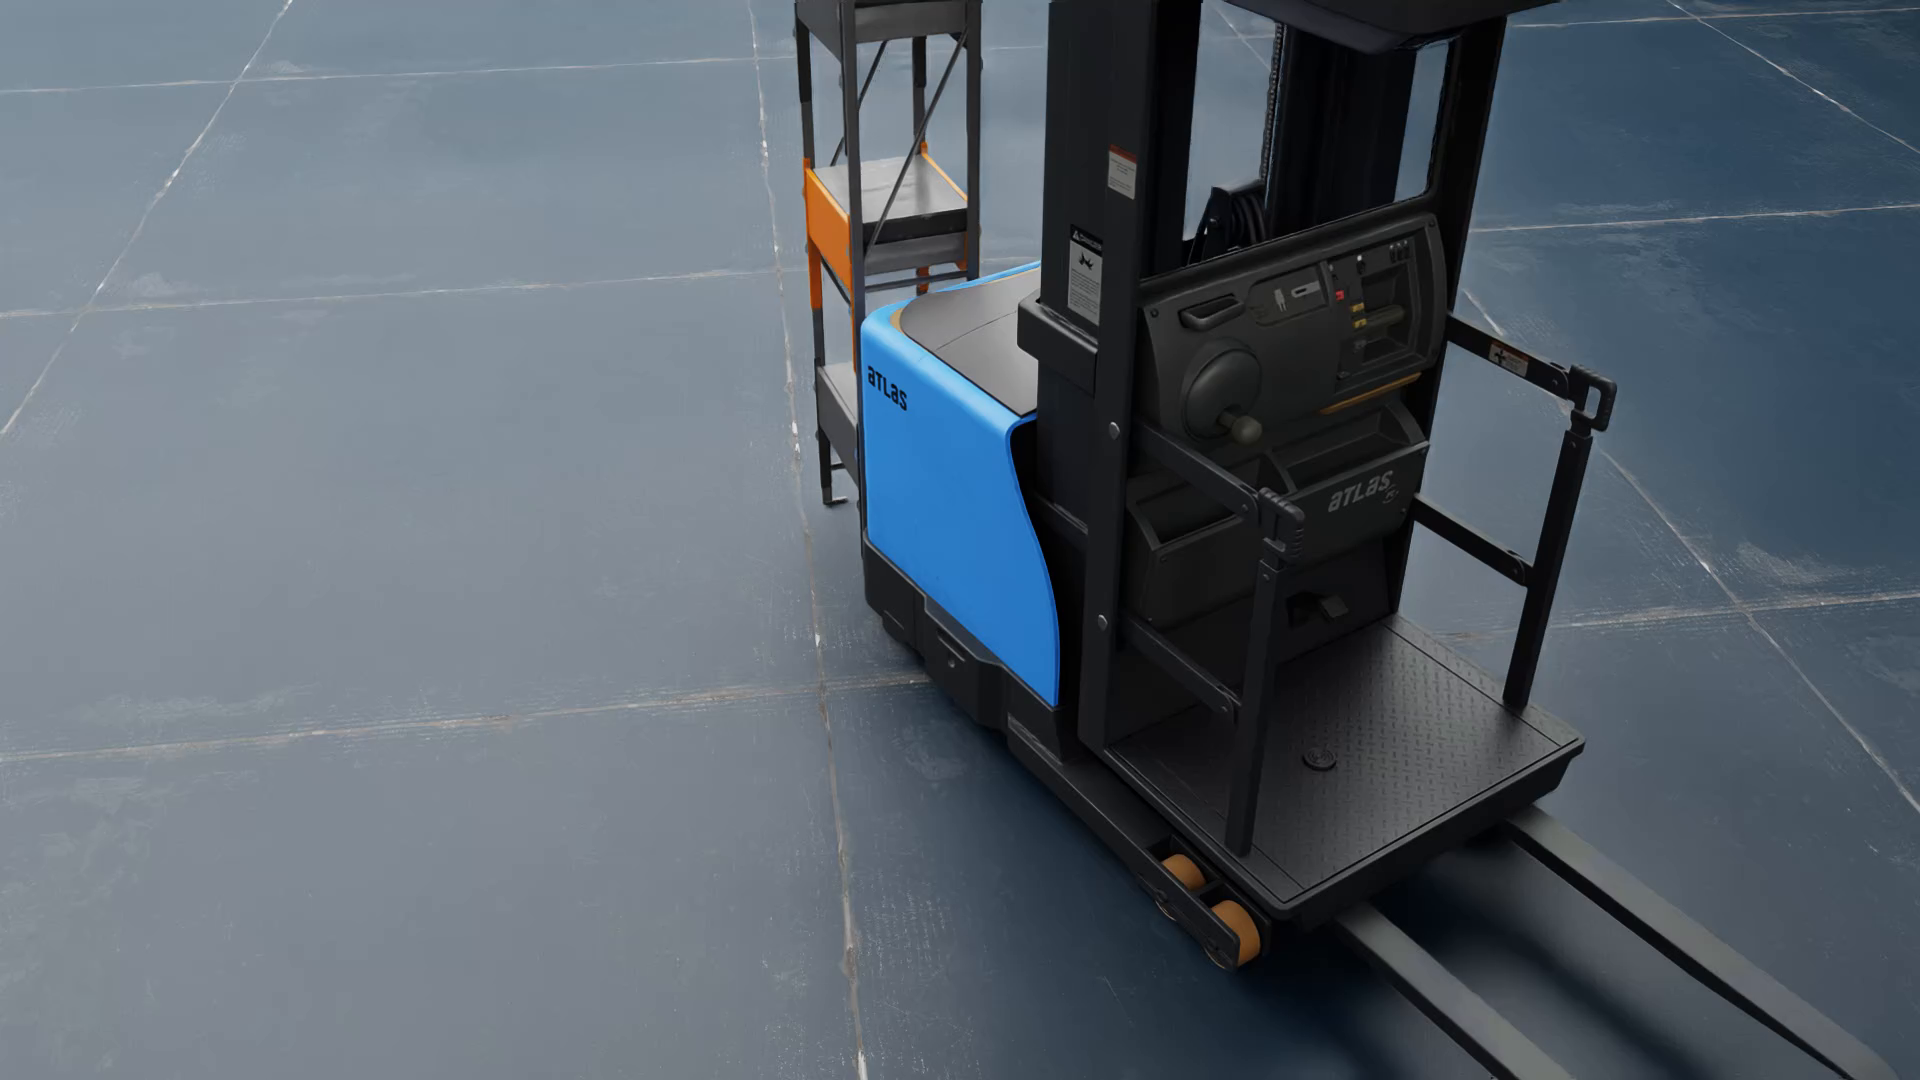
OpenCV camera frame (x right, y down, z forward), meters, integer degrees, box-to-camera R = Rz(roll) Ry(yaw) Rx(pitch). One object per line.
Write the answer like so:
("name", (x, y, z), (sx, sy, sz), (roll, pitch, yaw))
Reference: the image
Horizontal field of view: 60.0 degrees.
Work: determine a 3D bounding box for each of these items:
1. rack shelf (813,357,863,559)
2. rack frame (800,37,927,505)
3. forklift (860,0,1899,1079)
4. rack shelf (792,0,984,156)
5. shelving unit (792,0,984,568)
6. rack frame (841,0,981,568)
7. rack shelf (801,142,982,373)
("rack shelf", (-0.217, -0.316, 5.616), (0.431, 0.518, 0.480), (-12, 36, -17))
("rack frame", (-0.302, -1.035, 5.404), (0.400, 2.100, 0.015), (-12, 36, -17))
("forklift", (0.931, -0.446, 3.802), (1.130, 2.935, 3.031), (-21, 39, -27))
("rack shelf", (-0.217, -1.473, 4.828), (0.431, 0.518, 0.480), (-12, 36, -17))
("shelving unit", (-0.217, -0.906, 5.215), (0.431, 2.100, 0.503), (-12, 36, -17))
("rack frame", (-0.132, -0.777, 5.026), (0.400, 2.100, 0.015), (-12, 36, -17))
("rack shelf", (-0.217, -0.894, 5.222), (0.431, 0.518, 0.480), (-12, 36, -17))
